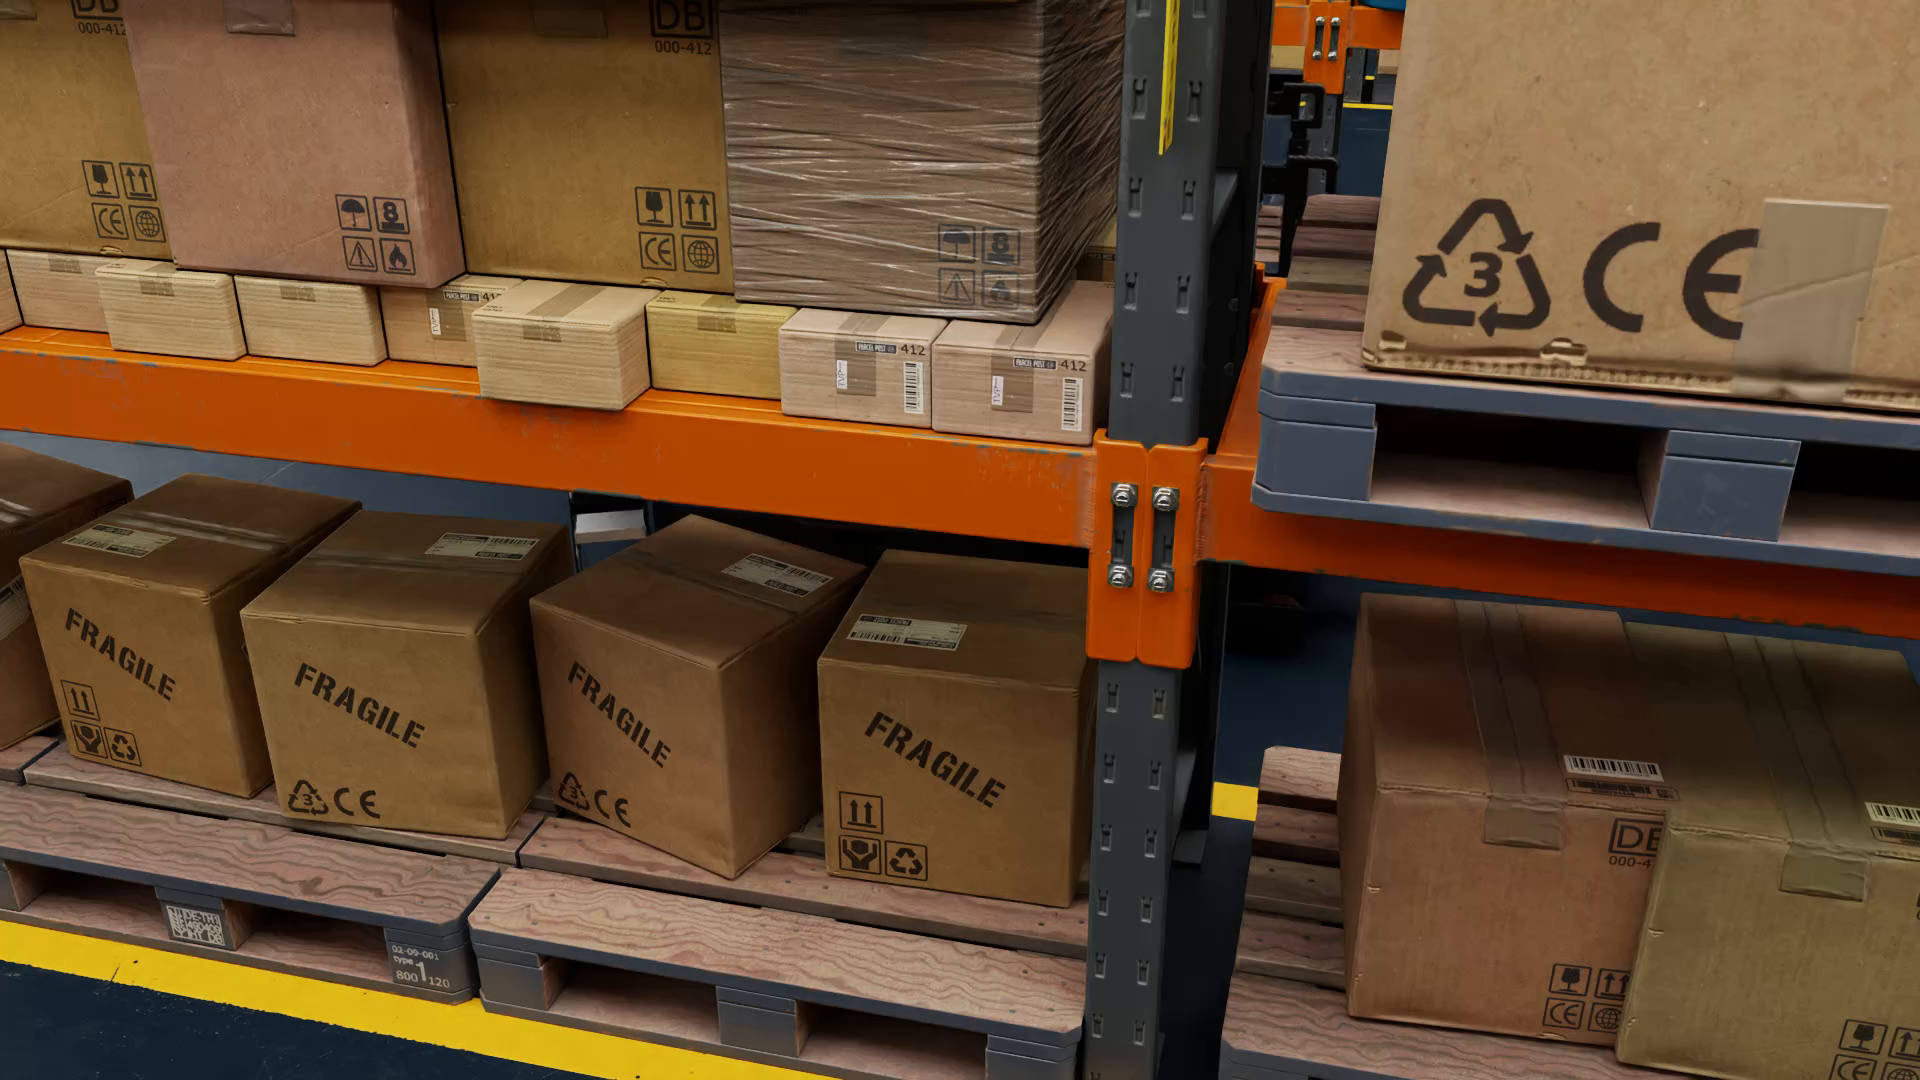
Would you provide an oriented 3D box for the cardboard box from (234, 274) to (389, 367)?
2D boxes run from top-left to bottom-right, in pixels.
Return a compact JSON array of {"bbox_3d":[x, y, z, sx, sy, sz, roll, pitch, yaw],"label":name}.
[{"bbox_3d":[-1.075,-0.452,3.002,0.250,0.149,0.380,6,26,13],"label":"cardboard box"}]

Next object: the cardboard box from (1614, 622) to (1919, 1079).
[{"bbox_3d":[1.452,0.553,2.994,0.500,0.500,0.700,6,26,13],"label":"cardboard box"}]

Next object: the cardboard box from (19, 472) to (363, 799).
[{"bbox_3d":[-1.679,0.199,3.762,0.500,0.500,0.500,9,27,18],"label":"cardboard box"}]

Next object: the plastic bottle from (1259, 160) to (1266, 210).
[{"bbox_3d":[1.439,-1.756,8.110,0.097,0.271,0.097,0,25,0],"label":"plastic bottle"}]

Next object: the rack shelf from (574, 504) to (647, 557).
[{"bbox_3d":[-1.008,-0.047,4.795,0.200,0.077,0.258,-5,26,-10],"label":"rack shelf"}]

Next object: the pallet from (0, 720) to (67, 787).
[{"bbox_3d":[-2.617,0.430,4.101,1.213,0.211,1.003,6,26,13],"label":"pallet"}]

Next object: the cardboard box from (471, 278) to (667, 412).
[{"bbox_3d":[-0.613,-0.360,2.810,0.250,0.149,0.380,6,26,13],"label":"cardboard box"}]

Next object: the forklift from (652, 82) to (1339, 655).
[{"bbox_3d":[0.675,-1.253,4.472,3.031,2.935,1.130,4,26,8],"label":"forklift"}]

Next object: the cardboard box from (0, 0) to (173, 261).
[{"bbox_3d":[-1.474,-0.914,3.218,0.500,0.500,0.875,6,26,13],"label":"cardboard box"}]

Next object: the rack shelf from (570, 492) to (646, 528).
[{"bbox_3d":[-1.008,-0.128,4.757,0.200,0.077,0.258,-5,26,-10],"label":"rack shelf"}]

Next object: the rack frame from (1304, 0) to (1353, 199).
[{"bbox_3d":[1.639,-2.572,7.163,0.127,3.000,1.000,6,26,13],"label":"rack frame"}]

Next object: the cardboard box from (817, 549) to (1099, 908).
[{"bbox_3d":[0.028,0.369,3.404,0.500,0.500,0.500,6,26,11],"label":"cardboard box"}]

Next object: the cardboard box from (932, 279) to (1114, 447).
[{"bbox_3d":[0.124,-0.297,2.678,0.250,0.149,0.380,6,26,13],"label":"cardboard box"}]

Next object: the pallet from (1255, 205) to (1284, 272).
[{"bbox_3d":[0.999,-1.402,7.950,1.213,0.211,1.003,6,26,13],"label":"pallet"}]

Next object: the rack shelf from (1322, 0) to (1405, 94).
[{"bbox_3d":[3.576,-2.033,6.868,4.000,0.370,1.077,6,26,13],"label":"rack shelf"}]

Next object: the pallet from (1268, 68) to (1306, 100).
[{"bbox_3d":[2.116,-3.478,12.309,1.213,0.211,1.003,6,26,13],"label":"pallet"}]

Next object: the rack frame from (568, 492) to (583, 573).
[{"bbox_3d":[-1.108,-0.231,4.686,0.006,0.900,0.240,-5,26,-10],"label":"rack frame"}]

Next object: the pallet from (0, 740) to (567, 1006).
[{"bbox_3d":[-1.439,0.562,3.824,1.213,0.211,1.003,6,26,13],"label":"pallet"}]

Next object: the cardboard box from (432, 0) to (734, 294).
[{"bbox_3d":[-0.491,-0.832,3.045,0.500,0.500,0.875,6,26,13],"label":"cardboard box"}]

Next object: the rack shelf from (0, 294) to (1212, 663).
[{"bbox_3d":[-1.532,-0.400,3.437,4.000,0.370,1.077,6,26,13],"label":"rack shelf"}]

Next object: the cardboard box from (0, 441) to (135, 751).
[{"bbox_3d":[-2.281,0.124,3.919,0.500,0.500,0.500,14,29,26],"label":"cardboard box"}]

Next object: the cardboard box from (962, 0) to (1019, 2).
[{"bbox_3d":[-0.099,-1.075,2.392,0.500,0.500,0.500,6,26,13],"label":"cardboard box"}]

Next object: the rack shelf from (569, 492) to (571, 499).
[{"bbox_3d":[-1.008,-0.210,4.719,0.200,0.077,0.258,-5,26,-10],"label":"rack shelf"}]

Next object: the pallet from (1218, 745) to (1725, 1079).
[{"bbox_3d":[1.160,0.831,3.258,1.213,0.211,1.003,6,26,13],"label":"pallet"}]

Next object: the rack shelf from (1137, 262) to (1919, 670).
[{"bbox_3d":[2.342,0.029,2.537,4.000,0.370,1.077,6,26,13],"label":"rack shelf"}]

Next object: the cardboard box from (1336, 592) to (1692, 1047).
[{"bbox_3d":[0.994,0.494,3.118,0.500,0.500,0.700,4,26,9],"label":"cardboard box"}]

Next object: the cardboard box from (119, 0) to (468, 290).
[{"bbox_3d":[-1.000,-0.843,3.070,0.500,0.500,0.875,6,26,13],"label":"cardboard box"}]

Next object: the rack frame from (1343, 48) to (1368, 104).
[{"bbox_3d":[2.876,-4.634,11.494,0.127,3.000,1.000,6,26,13],"label":"rack frame"}]

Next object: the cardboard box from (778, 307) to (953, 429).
[{"bbox_3d":[-0.116,-0.328,2.742,0.250,0.149,0.380,6,26,13],"label":"cardboard box"}]

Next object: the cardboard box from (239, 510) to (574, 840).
[{"bbox_3d":[-1.150,0.277,3.597,0.500,0.500,0.500,4,26,8],"label":"cardboard box"}]

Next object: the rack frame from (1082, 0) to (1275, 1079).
[{"bbox_3d":[0.405,-0.510,2.832,0.127,3.000,1.000,6,26,13],"label":"rack frame"}]

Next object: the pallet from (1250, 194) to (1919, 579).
[{"bbox_3d":[1.109,-0.281,2.574,1.213,0.211,1.003,6,26,13],"label":"pallet"}]

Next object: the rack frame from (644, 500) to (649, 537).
[{"bbox_3d":[-0.908,-0.249,4.723,0.006,0.900,0.240,-5,26,-10],"label":"rack frame"}]

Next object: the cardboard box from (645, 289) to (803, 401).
[{"bbox_3d":[-0.343,-0.380,2.851,0.250,0.149,0.380,6,26,13],"label":"cardboard box"}]

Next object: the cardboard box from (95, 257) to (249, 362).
[{"bbox_3d":[-1.325,-0.464,3.028,0.250,0.149,0.380,6,26,13],"label":"cardboard box"}]

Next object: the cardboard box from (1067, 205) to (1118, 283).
[{"bbox_3d":[0.272,-0.545,3.198,0.250,0.149,0.380,6,26,13],"label":"cardboard box"}]

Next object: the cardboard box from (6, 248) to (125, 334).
[{"bbox_3d":[-1.548,-0.523,3.151,0.250,0.149,0.380,6,26,13],"label":"cardboard box"}]

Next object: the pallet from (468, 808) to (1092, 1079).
[{"bbox_3d":[-0.254,0.692,3.552,1.213,0.211,1.003,6,26,13],"label":"pallet"}]

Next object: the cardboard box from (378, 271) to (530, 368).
[{"bbox_3d":[-0.822,-0.442,2.981,0.250,0.149,0.380,6,26,13],"label":"cardboard box"}]

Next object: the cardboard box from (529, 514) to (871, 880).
[{"bbox_3d":[-0.529,0.311,3.526,0.500,0.500,0.500,15,30,29],"label":"cardboard box"}]

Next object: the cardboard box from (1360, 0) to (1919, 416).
[{"bbox_3d":[1.140,-0.827,2.312,1.000,1.000,1.000,6,26,13],"label":"cardboard box"}]

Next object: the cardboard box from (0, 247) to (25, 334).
[{"bbox_3d":[-1.824,-0.494,3.091,0.250,0.149,0.380,6,26,13],"label":"cardboard box"}]

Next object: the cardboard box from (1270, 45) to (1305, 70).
[{"bbox_3d":[2.372,-3.541,11.908,0.500,0.250,0.500,6,26,13],"label":"cardboard box"}]

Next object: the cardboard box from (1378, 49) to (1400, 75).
[{"bbox_3d":[3.205,-3.436,11.687,0.500,0.250,0.500,6,26,12],"label":"cardboard box"}]

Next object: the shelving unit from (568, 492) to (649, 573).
[{"bbox_3d":[-1.008,-0.240,4.705,0.210,0.900,0.258,-5,26,-10],"label":"shelving unit"}]

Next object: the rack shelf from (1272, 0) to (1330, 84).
[{"bbox_3d":[-0.298,-2.462,7.768,4.000,0.370,1.077,6,26,13],"label":"rack shelf"}]

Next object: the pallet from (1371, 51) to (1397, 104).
[{"bbox_3d":[3.599,-3.312,11.962,1.213,0.211,1.003,6,26,13],"label":"pallet"}]

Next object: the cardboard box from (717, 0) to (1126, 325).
[{"bbox_3d":[-0.015,-0.764,2.902,0.500,0.500,0.875,6,26,13],"label":"cardboard box"}]

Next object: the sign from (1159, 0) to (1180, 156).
[{"bbox_3d":[0.277,-0.674,2.170,0.005,0.325,0.100,6,26,13],"label":"sign"}]

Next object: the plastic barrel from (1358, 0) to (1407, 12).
[{"bbox_3d":[1.937,-2.631,6.704,0.708,0.901,0.600,6,26,13],"label":"plastic barrel"}]
